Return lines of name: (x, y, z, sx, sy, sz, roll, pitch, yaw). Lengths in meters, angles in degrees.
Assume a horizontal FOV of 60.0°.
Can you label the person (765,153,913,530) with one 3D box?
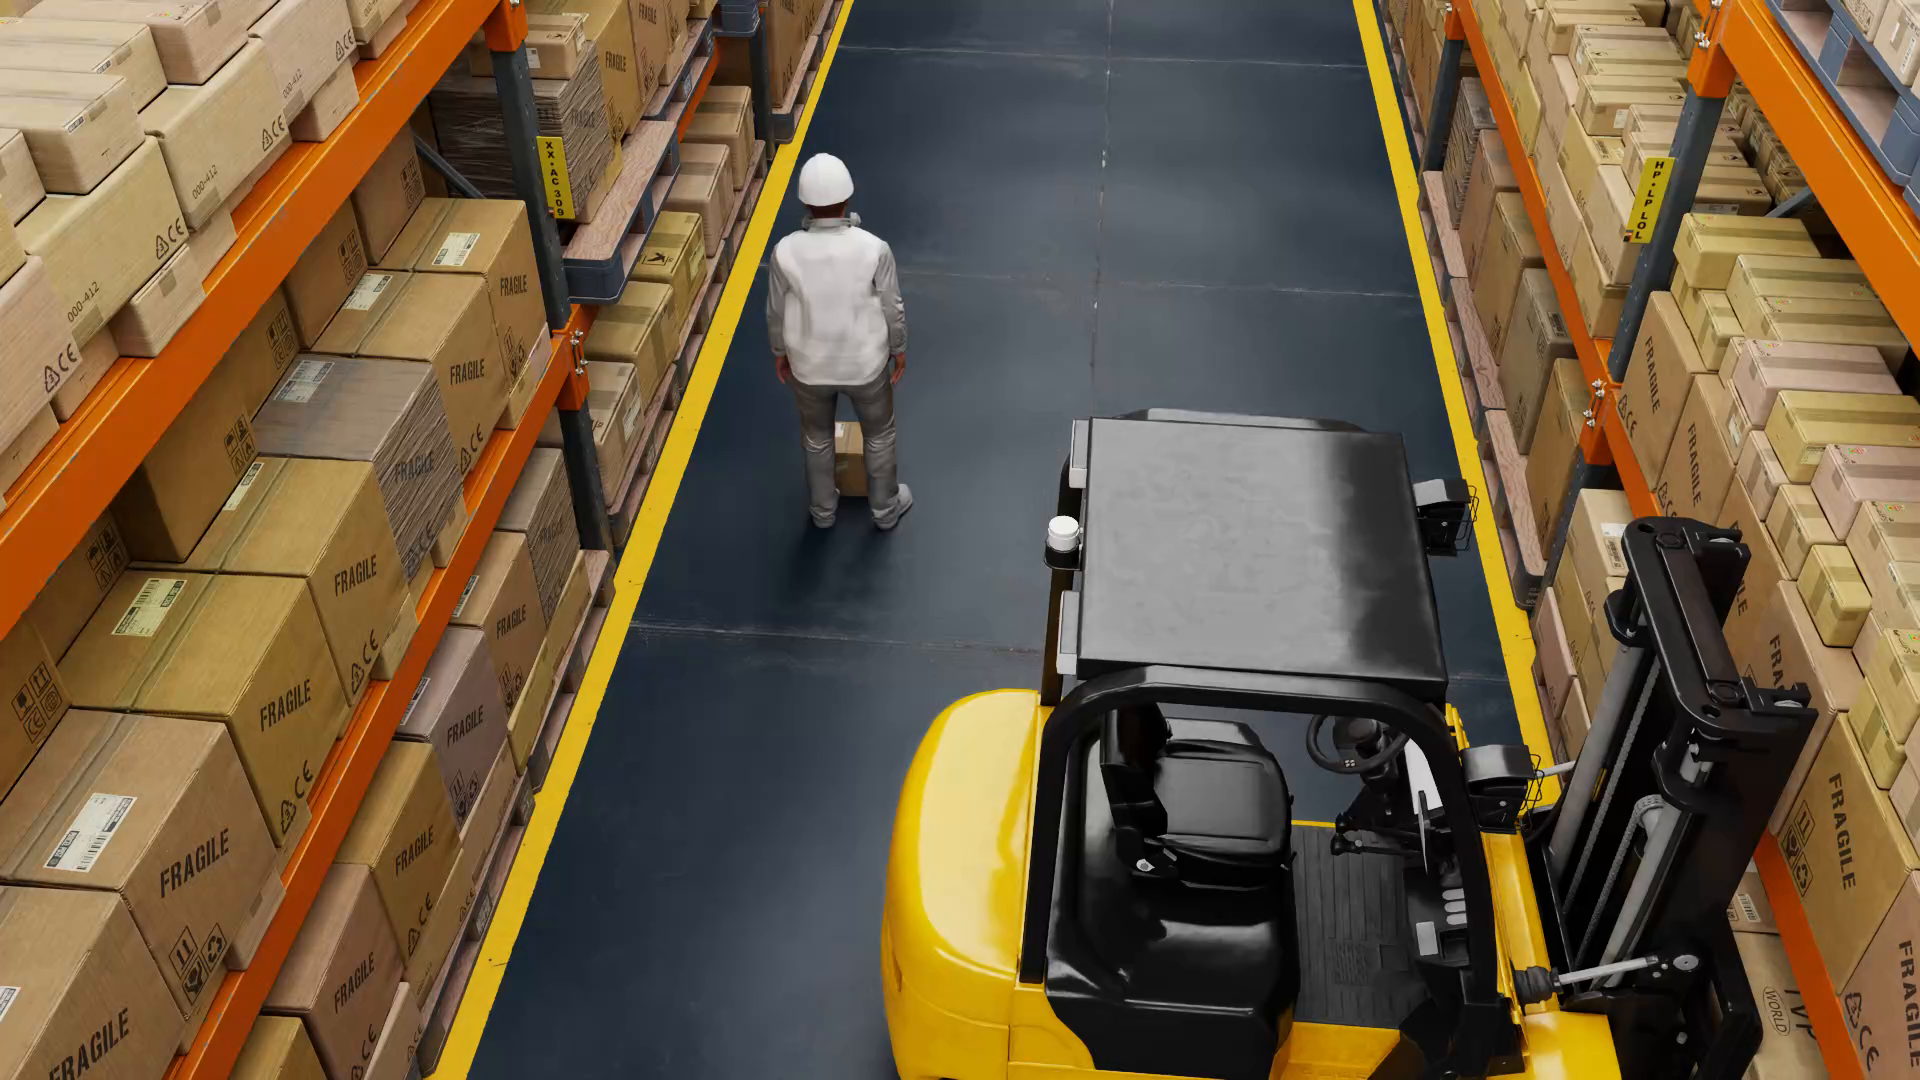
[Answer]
person: (-0.514, -0.792, 7.090, 0.588, 1.767, 0.463, 1, 40, 1)
